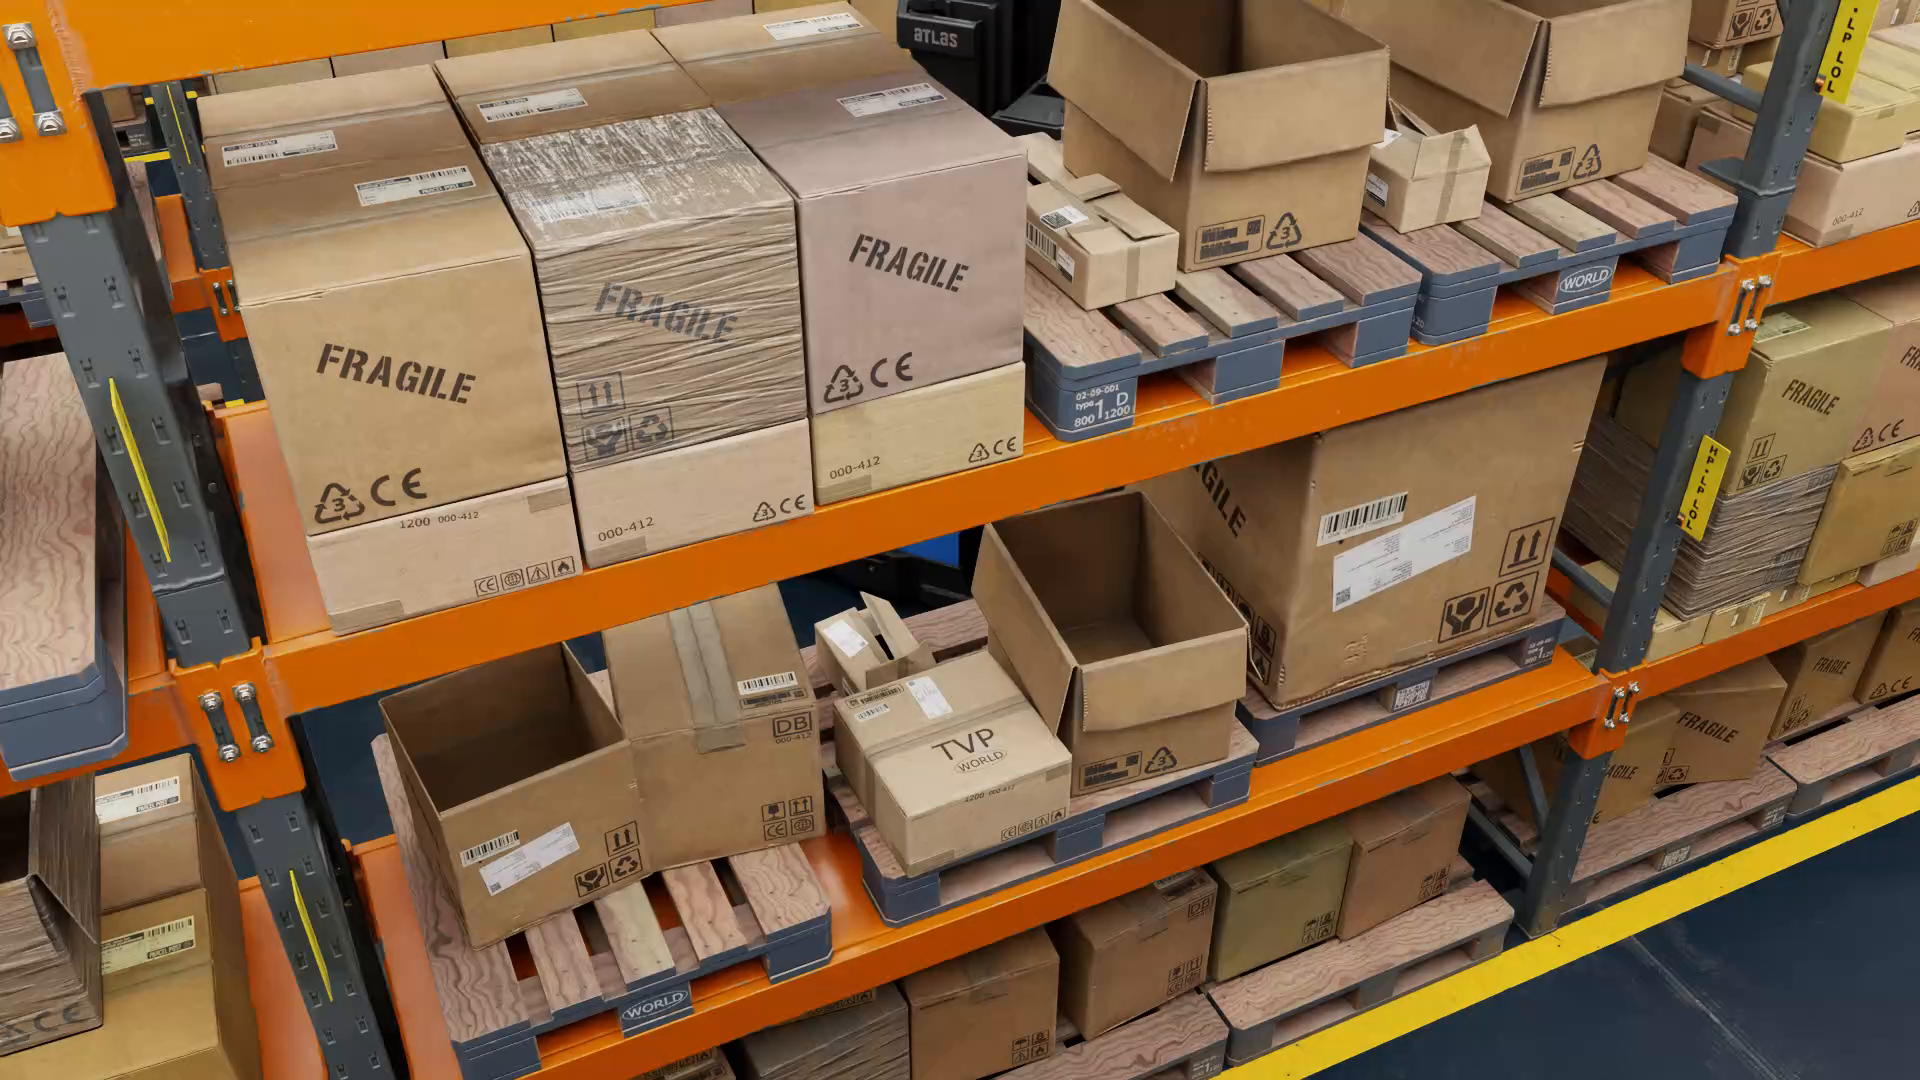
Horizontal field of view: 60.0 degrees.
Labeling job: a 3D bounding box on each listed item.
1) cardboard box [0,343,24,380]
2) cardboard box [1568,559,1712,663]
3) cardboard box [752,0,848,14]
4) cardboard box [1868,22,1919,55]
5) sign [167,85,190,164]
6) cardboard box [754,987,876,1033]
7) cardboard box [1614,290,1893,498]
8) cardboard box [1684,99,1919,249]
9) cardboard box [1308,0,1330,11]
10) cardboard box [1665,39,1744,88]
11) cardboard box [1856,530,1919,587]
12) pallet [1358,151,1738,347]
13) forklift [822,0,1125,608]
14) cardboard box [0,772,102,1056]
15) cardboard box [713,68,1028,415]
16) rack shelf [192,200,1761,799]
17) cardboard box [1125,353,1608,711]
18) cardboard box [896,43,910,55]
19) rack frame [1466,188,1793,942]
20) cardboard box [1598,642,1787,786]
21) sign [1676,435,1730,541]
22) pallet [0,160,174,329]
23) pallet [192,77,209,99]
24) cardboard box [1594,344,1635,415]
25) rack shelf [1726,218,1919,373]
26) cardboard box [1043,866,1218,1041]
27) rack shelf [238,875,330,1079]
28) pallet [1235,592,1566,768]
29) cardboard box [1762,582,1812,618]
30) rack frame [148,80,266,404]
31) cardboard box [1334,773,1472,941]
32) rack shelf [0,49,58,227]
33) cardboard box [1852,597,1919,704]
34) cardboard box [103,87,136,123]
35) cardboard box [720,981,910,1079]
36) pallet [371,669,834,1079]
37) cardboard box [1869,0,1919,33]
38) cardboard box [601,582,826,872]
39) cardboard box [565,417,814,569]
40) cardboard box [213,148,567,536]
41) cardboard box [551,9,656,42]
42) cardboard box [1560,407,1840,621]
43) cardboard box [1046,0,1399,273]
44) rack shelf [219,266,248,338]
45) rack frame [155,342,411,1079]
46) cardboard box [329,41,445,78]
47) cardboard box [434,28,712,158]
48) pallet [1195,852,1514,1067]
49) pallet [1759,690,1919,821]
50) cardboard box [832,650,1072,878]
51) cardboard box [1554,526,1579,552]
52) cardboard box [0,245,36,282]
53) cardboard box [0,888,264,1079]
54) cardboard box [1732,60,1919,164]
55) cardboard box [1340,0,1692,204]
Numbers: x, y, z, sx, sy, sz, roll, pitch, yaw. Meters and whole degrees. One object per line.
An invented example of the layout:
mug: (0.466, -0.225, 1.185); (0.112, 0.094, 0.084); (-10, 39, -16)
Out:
cardboard box: (-4.619, -0.692, 7.781); (0.500, 0.250, 0.500); (-15, 39, -19)
cardboard box: (2.301, 0.222, 5.643); (0.250, 0.149, 0.380); (-16, 39, -20)
cardboard box: (-0.949, -2.869, 8.676); (0.500, 0.500, 0.700); (-16, 40, -21)
cardboard box: (2.871, -1.369, 4.851); (0.250, 0.149, 0.380); (-15, 39, -20)
sign: (-3.419, -1.817, 7.277); (0.005, 0.325, 0.100); (-16, 39, -20)
cardboard box: (-0.573, 1.227, 5.178); (0.500, 0.250, 0.500); (-11, 38, -15)
cardboard box: (2.494, -0.525, 5.266); (0.500, 0.500, 0.500); (-16, 39, -20)
cardboard box: (2.495, -1.107, 4.832); (0.500, 0.250, 0.500); (-17, 40, -22)
cardboard box: (1.756, -3.260, 10.001); (0.500, 0.550, 0.875); (-16, 39, -20)
cardboard box: (2.150, -1.529, 5.067); (0.250, 0.149, 0.380); (-14, 39, -19)
cardboard box: (3.213, -0.022, 5.972); (0.250, 0.149, 0.380); (-16, 39, -20)
pallet: (1.374, -1.017, 4.743); (1.003, 0.211, 1.213); (-16, 39, -20)
forklift: (0.619, -0.971, 7.098); (3.031, 2.935, 1.130); (15, 39, 19)
cardboard box: (-2.311, 0.759, 3.782); (0.637, 0.503, 0.797); (-14, 39, -18)
cardboard box: (-0.195, -0.657, 3.597); (0.500, 0.500, 0.500); (-17, 40, -21)
rack shelf: (0.168, -0.396, 4.352); (4.000, 0.370, 1.077); (-16, 39, -20)
cardboard box: (1.200, -0.271, 5.241); (1.000, 1.000, 1.000); (-15, 39, -20)
cardboard box: (-0.396, -2.451, 8.952); (0.500, 0.500, 0.500); (-16, 39, -20)
rack frame: (1.978, 0.014, 5.714); (0.127, 3.000, 1.000); (-16, 39, -20)
cardboard box: (2.873, 0.620, 6.642); (0.500, 0.500, 0.500); (-4, 37, -5)
sign: (2.217, -0.153, 4.967); (0.005, 0.325, 0.100); (-16, 39, -20)
pallet: (-4.258, -1.360, 7.726); (1.003, 0.211, 1.213); (-16, 39, -20)
pallet: (-5.145, -3.395, 12.650); (1.213, 0.211, 1.003); (-16, 39, -20)
cardboard box: (2.269, -0.810, 5.651); (0.500, 0.500, 0.500); (-16, 39, -20)
rack shelf: (3.789, -1.409, 5.717); (4.000, 0.370, 1.077); (-16, 39, -20)
cardboard box: (0.467, 1.237, 5.793); (0.500, 0.500, 0.700); (-19, 41, -24)
rack shelf: (-3.453, 1.821, 3.881); (4.000, 0.370, 1.077); (-16, 39, -20)
pallet: (1.225, 0.206, 5.616); (1.213, 0.211, 1.003); (-16, 39, -20)
cardboard box: (2.747, 0.088, 5.825); (0.250, 0.149, 0.380); (-16, 39, -20)
rack frame: (-3.659, -1.674, 7.990); (0.127, 3.000, 1.000); (-16, 39, -20)
cardboard box: (1.413, 0.985, 6.134); (0.500, 0.500, 0.700); (-19, 40, -23)
rack shelf: (-3.453, -0.428, 2.213); (4.000, 0.370, 1.077); (-16, 39, -20)
cardboard box: (3.926, 0.303, 7.069); (0.500, 0.500, 0.500); (-12, 38, -16)
cardboard box: (-6.514, -3.504, 11.887); (0.875, 0.875, 0.875); (-16, 39, -20)
cardboard box: (-0.548, 1.526, 5.404); (0.500, 0.500, 0.700); (-19, 41, -24)
pallet: (-1.043, 0.865, 4.727); (1.003, 0.211, 1.213); (-16, 39, -20)
cardboard box: (2.860, -1.742, 5.353); (0.250, 0.149, 0.380); (-17, 40, -21)
cardboard box: (-0.708, 0.464, 4.671); (0.500, 0.500, 0.700); (-10, 38, -13)
cardboard box: (-0.644, -0.230, 3.650); (0.500, 0.250, 0.500); (-15, 39, -19)
cardboard box: (-1.108, -0.400, 3.250); (0.500, 0.500, 0.500); (-15, 39, -20)
cardboard box: (-1.865, -2.614, 8.333); (0.500, 0.500, 0.700); (-16, 39, -20)
cardboard box: (2.412, -0.227, 5.704); (0.500, 0.500, 0.875); (-16, 39, -20)
cardboard box: (0.658, -1.097, 4.254); (0.637, 0.503, 0.797); (-14, 39, -18)
rack shelf: (-1.848, -1.892, 8.886); (4.000, 0.370, 1.077); (-16, 39, -20)
rack frame: (-1.643, 1.026, 4.349); (0.127, 3.000, 1.000); (-16, 39, -20)
cardboard box: (-2.791, -2.353, 7.981); (0.500, 0.500, 0.700); (-16, 40, -21)
cardboard box: (-0.857, -0.811, 3.804); (0.500, 0.500, 0.500); (-16, 39, -20)
pallet: (1.274, 1.331, 6.278); (1.213, 0.211, 1.003); (-16, 39, -20)
pallet: (3.677, 0.633, 7.219); (1.213, 0.211, 1.003); (-16, 39, -20)
cardboard box: (-0.028, 0.617, 4.673); (0.500, 0.250, 0.500); (-17, 40, -21)
cardboard box: (2.048, -0.099, 6.076); (0.250, 0.149, 0.380); (-16, 39, -20)
cardboard box: (-4.135, -1.308, 7.353); (0.250, 0.149, 0.380); (-16, 39, -20)
cardboard box: (-1.984, 1.244, 3.970); (0.500, 0.500, 0.500); (-14, 39, -19)
cardboard box: (2.404, -1.207, 4.633); (0.250, 0.149, 0.380); (-17, 40, -21)
cardboard box: (1.511, -1.336, 4.576); (0.637, 0.503, 0.797); (-18, 40, -22)
